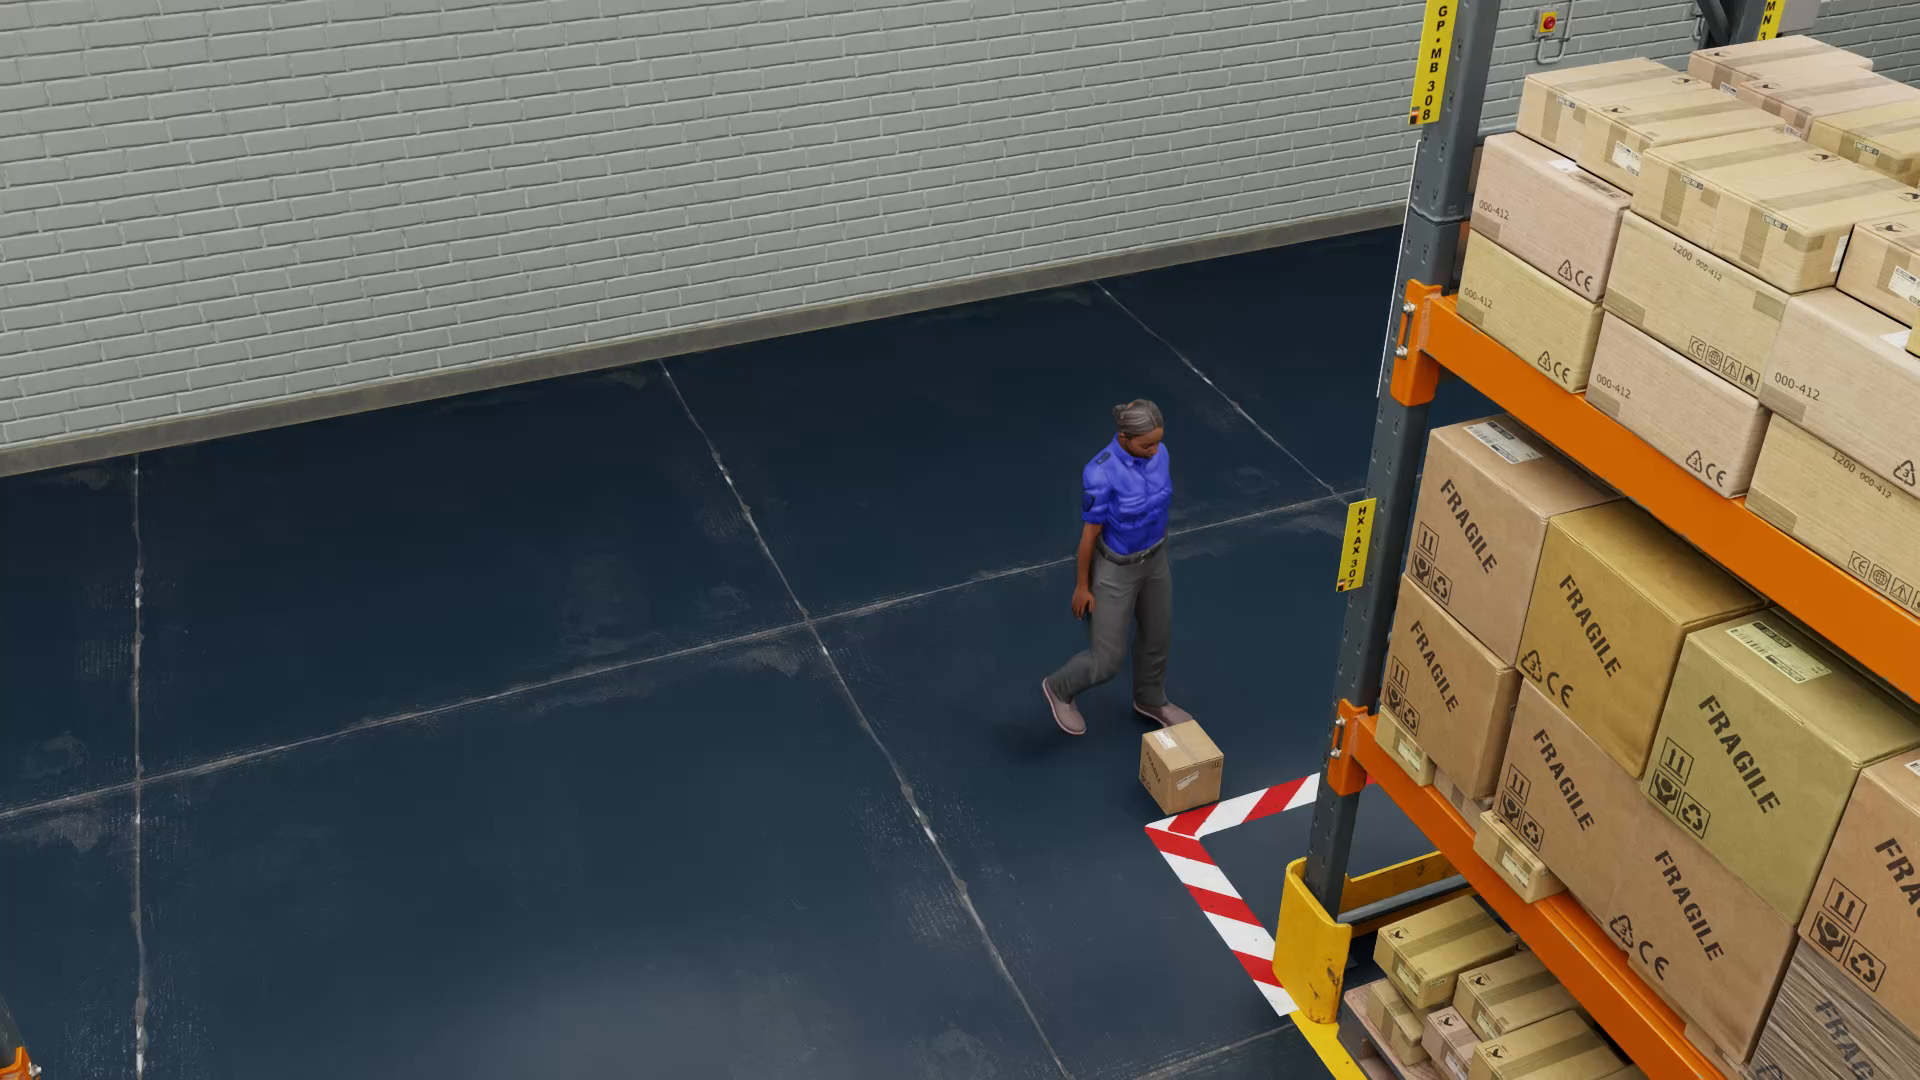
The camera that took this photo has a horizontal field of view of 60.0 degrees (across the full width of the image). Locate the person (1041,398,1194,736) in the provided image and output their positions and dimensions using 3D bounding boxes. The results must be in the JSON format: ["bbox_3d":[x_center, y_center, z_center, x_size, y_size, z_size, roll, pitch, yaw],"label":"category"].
[{"bbox_3d":[0.692,0.130,6.941,0.541,1.654,0.523,-25,41,-32],"label":"person"}]
